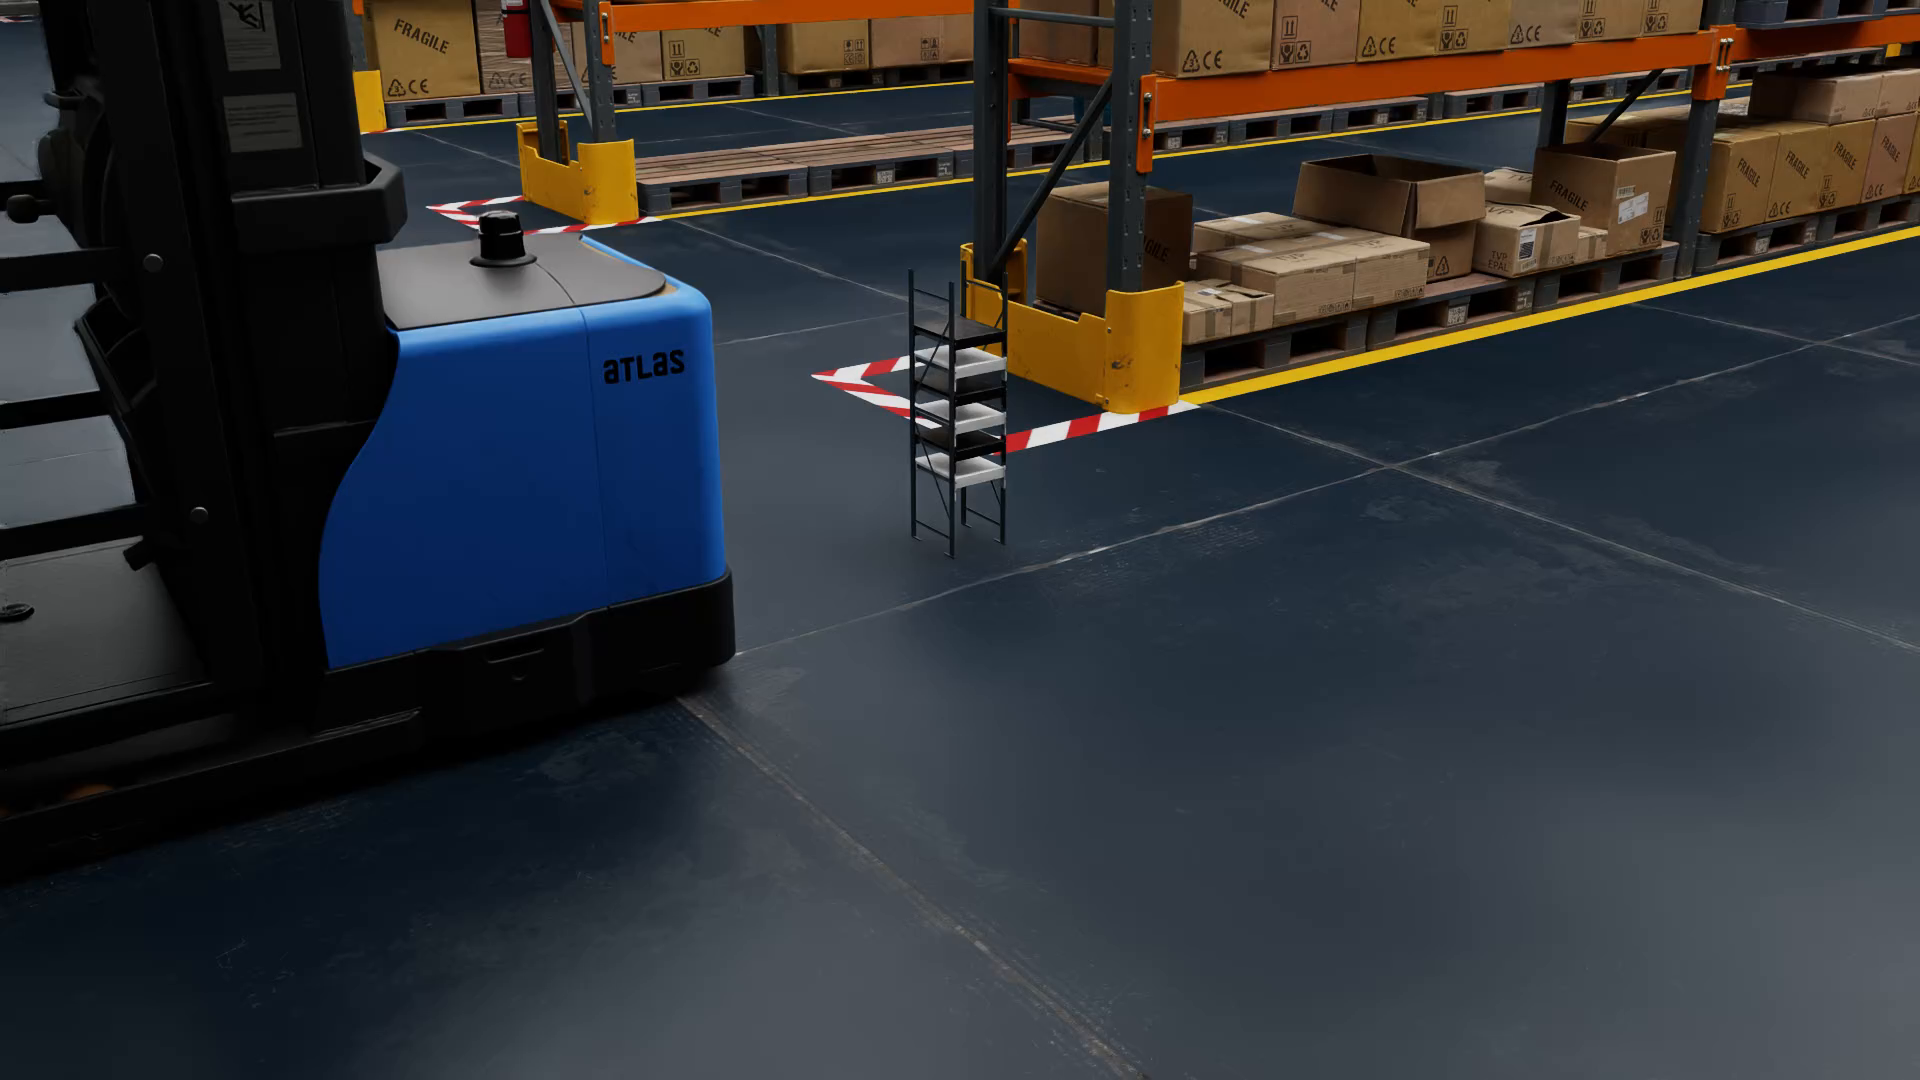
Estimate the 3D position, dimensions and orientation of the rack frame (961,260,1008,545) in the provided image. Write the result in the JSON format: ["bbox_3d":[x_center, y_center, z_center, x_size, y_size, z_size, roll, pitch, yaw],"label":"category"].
[{"bbox_3d":[0.076,-0.438,5.374,0.006,0.900,0.240,-15,26,-33],"label":"rack frame"}]

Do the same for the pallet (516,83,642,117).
[{"bbox_3d":[-3.794,-4.236,15.821,1.213,0.211,1.003,-15,26,-33],"label":"pallet"}]

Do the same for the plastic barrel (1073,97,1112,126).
[{"bbox_3d":[1.205,-3.781,13.182,0.708,0.901,0.600,-15,26,-33],"label":"plastic barrel"}]

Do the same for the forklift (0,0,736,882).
[{"bbox_3d":[-2.131,-0.839,3.639,3.031,2.935,1.130,-13,25,-30],"label":"forklift"}]

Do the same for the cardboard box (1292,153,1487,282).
[{"bbox_3d":[2.121,-1.593,8.211,0.637,0.503,0.797,-15,26,-33],"label":"cardboard box"}]

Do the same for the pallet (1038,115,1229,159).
[{"bbox_3d":[1.404,-3.307,13.493,1.213,0.211,1.003,-15,26,-33],"label":"pallet"}]

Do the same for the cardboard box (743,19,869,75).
[{"bbox_3d":[-1.632,-5.290,17.001,0.875,0.875,1.225,-15,26,-33],"label":"cardboard box"}]

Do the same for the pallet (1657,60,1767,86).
[{"bbox_3d":[7.816,-5.017,17.778,1.213,0.211,1.003,-15,26,-33],"label":"pallet"}]

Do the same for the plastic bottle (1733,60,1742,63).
[{"bbox_3d":[8.144,-5.203,17.463,0.185,0.351,0.144,-14,26,-31],"label":"plastic bottle"}]

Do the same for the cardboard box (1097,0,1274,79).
[{"bbox_3d":[0.910,-2.154,6.706,0.500,0.500,0.500,-14,26,-32],"label":"cardboard box"}]

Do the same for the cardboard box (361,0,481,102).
[{"bbox_3d":[-4.914,-4.443,14.877,0.875,0.875,0.875,-15,26,-33],"label":"cardboard box"}]

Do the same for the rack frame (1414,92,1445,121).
[{"bbox_3d":[4.000,-5.313,14.759,0.127,3.000,1.000,-15,26,-33],"label":"rack frame"}]

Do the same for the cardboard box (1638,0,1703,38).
[{"bbox_3d":[3.387,-2.818,8.369,0.500,0.500,0.500,-14,26,-32],"label":"cardboard box"}]

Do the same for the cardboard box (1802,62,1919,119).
[{"bbox_3d":[5.396,-2.705,9.989,0.500,0.250,0.500,-16,26,-34],"label":"cardboard box"}]

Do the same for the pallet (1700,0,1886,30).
[{"bbox_3d":[4.355,-3.008,9.239,1.213,0.211,1.003,-15,26,-33],"label":"pallet"}]

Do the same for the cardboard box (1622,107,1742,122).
[{"bbox_3d":[4.282,-2.297,9.980,0.500,0.500,0.500,-15,26,-33],"label":"cardboard box"}]

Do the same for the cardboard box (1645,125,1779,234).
[{"bbox_3d":[4.178,-2.031,9.313,0.500,0.500,0.500,-16,27,-35],"label":"cardboard box"}]

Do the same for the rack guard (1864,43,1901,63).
[{"bbox_3d":[10.460,-5.853,19.485,0.348,0.500,1.175,-15,26,-33],"label":"rack guard"}]

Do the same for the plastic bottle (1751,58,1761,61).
[{"bbox_3d":[8.456,-5.236,17.636,0.133,0.283,0.061,-14,25,-31],"label":"plastic bottle"}]

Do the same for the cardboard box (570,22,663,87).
[{"bbox_3d":[-3.453,-4.832,15.853,0.875,0.875,0.875,-15,26,-33],"label":"cardboard box"}]

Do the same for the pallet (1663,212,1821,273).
[{"bbox_3d":[4.281,-1.849,9.839,1.213,0.211,1.003,-15,26,-33],"label":"pallet"}]

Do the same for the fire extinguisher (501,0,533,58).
[{"bbox_3d":[-2.882,-3.477,10.763,0.183,0.674,0.296,-15,26,-33],"label":"fire extinguisher"}]

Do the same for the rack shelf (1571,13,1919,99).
[{"bbox_3d":[5.266,-3.055,10.071,4.000,0.370,1.077,-15,26,-33],"label":"rack shelf"}]

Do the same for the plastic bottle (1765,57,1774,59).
[{"bbox_3d":[8.643,-5.336,17.796,0.185,0.351,0.144,-15,26,-33],"label":"plastic bottle"}]

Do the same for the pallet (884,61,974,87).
[{"bbox_3d":[-0.566,-5.098,17.981,1.213,0.211,1.003,-15,26,-33],"label":"pallet"}]

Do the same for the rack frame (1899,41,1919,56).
[{"bbox_3d":[6.890,-3.822,11.022,0.127,3.000,1.000,-15,26,-33],"label":"rack frame"}]

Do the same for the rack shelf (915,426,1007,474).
[{"bbox_3d":[-0.007,-0.302,5.365,0.200,0.077,0.258,-15,26,-33],"label":"rack shelf"}]

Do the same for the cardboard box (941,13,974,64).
[{"bbox_3d":[-0.193,-5.678,17.972,0.875,0.875,1.225,-15,26,-33],"label":"cardboard box"}]

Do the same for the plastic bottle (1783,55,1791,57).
[{"bbox_3d":[8.926,-5.379,18.003,0.135,0.276,0.152,-16,27,-34],"label":"plastic bottle"}]

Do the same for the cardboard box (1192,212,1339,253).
[{"bbox_3d":[1.482,-1.406,8.084,0.500,0.250,0.500,-15,26,-33],"label":"cardboard box"}]

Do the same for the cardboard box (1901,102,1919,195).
[{"bbox_3d":[5.847,-2.481,10.439,0.500,0.500,0.500,-16,27,-35],"label":"cardboard box"}]

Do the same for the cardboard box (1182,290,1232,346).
[{"bbox_3d":[0.936,-0.958,7.097,0.250,0.149,0.380,-15,26,-33],"label":"cardboard box"}]

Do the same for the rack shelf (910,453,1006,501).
[{"bbox_3d":[-0.007,-0.218,5.398,0.200,0.077,0.258,-15,26,-33],"label":"rack shelf"}]

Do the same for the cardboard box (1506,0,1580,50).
[{"bbox_3d":[2.554,-2.594,7.808,0.500,0.500,0.500,-14,26,-32],"label":"cardboard box"}]

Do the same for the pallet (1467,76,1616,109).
[{"bbox_3d":[5.641,-4.437,16.324,1.213,0.211,1.003,-15,26,-33],"label":"pallet"}]

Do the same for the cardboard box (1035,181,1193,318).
[{"bbox_3d":[0.693,-1.326,7.545,0.500,0.500,0.500,-15,26,-33],"label":"cardboard box"}]

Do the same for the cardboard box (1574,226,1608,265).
[{"bbox_3d":[3.077,-1.529,8.528,0.250,0.149,0.380,-15,26,-33],"label":"cardboard box"}]

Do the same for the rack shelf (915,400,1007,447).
[{"bbox_3d":[-0.007,-0.385,5.332,0.200,0.077,0.258,-15,26,-33],"label":"rack shelf"}]

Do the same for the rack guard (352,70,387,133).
[{"bbox_3d":[-5.406,-3.906,14.604,0.348,0.500,1.175,-15,26,-33],"label":"rack guard"}]

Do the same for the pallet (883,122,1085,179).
[{"bbox_3d":[0.179,-2.982,12.678,1.213,0.211,1.003,-15,26,-33],"label":"pallet"}]

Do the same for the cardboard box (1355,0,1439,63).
[{"bbox_3d":[1.735,-2.375,7.260,0.500,0.500,0.500,-15,26,-33],"label":"cardboard box"}]

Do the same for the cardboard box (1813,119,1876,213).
[{"bbox_3d":[5.014,-2.256,9.876,0.500,0.500,0.500,-15,26,-32],"label":"cardboard box"}]

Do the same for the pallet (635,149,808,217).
[{"bbox_3d":[-1.802,-2.453,11.354,1.213,0.211,1.003,-15,26,-33],"label":"pallet"}]

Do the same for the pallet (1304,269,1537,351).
[{"bbox_3d":[2.094,-1.247,8.332,1.213,0.211,1.003,-15,26,-33],"label":"pallet"}]

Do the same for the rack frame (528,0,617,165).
[{"bbox_3d":[-2.494,-3.582,10.419,0.127,3.000,1.000,-15,26,-33],"label":"rack frame"}]

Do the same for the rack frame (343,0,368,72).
[{"bbox_3d":[-5.387,-5.072,14.153,0.127,3.000,1.000,-15,26,-33],"label":"rack frame"}]

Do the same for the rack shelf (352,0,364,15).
[{"bbox_3d":[-3.763,-5.171,15.372,4.000,0.370,1.077,-15,26,-33],"label":"rack shelf"}]

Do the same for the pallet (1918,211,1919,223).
[{"bbox_3d":[6.262,-2.377,11.162,1.213,0.211,1.003,-15,26,-33],"label":"pallet"}]

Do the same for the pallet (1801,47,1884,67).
[{"bbox_3d":[9.797,-5.545,19.101,1.213,0.211,1.003,-15,26,-33],"label":"pallet"}]

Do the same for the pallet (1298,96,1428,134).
[{"bbox_3d":[3.384,-3.835,14.816,1.213,0.211,1.003,-15,26,-33],"label":"pallet"}]

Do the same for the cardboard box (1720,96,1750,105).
[{"bbox_3d":[5.101,-2.517,10.529,0.500,0.500,0.500,-16,27,-35],"label":"cardboard box"}]

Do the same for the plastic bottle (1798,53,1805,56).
[{"bbox_3d":[9.175,-5.428,18.116,0.133,0.283,0.061,-14,26,-32],"label":"plastic bottle"}]

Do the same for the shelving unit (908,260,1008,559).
[{"bbox_3d":[-0.007,-0.416,5.319,0.210,0.900,0.258,-15,26,-33],"label":"shelving unit"}]

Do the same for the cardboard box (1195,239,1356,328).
[{"bbox_3d":[1.409,-1.159,7.463,0.500,0.250,0.500,-15,26,-33],"label":"cardboard box"}]

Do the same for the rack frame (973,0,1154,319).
[{"bbox_3d":[0.396,-2.091,6.683,0.127,3.000,1.000,-15,26,-33],"label":"rack frame"}]
